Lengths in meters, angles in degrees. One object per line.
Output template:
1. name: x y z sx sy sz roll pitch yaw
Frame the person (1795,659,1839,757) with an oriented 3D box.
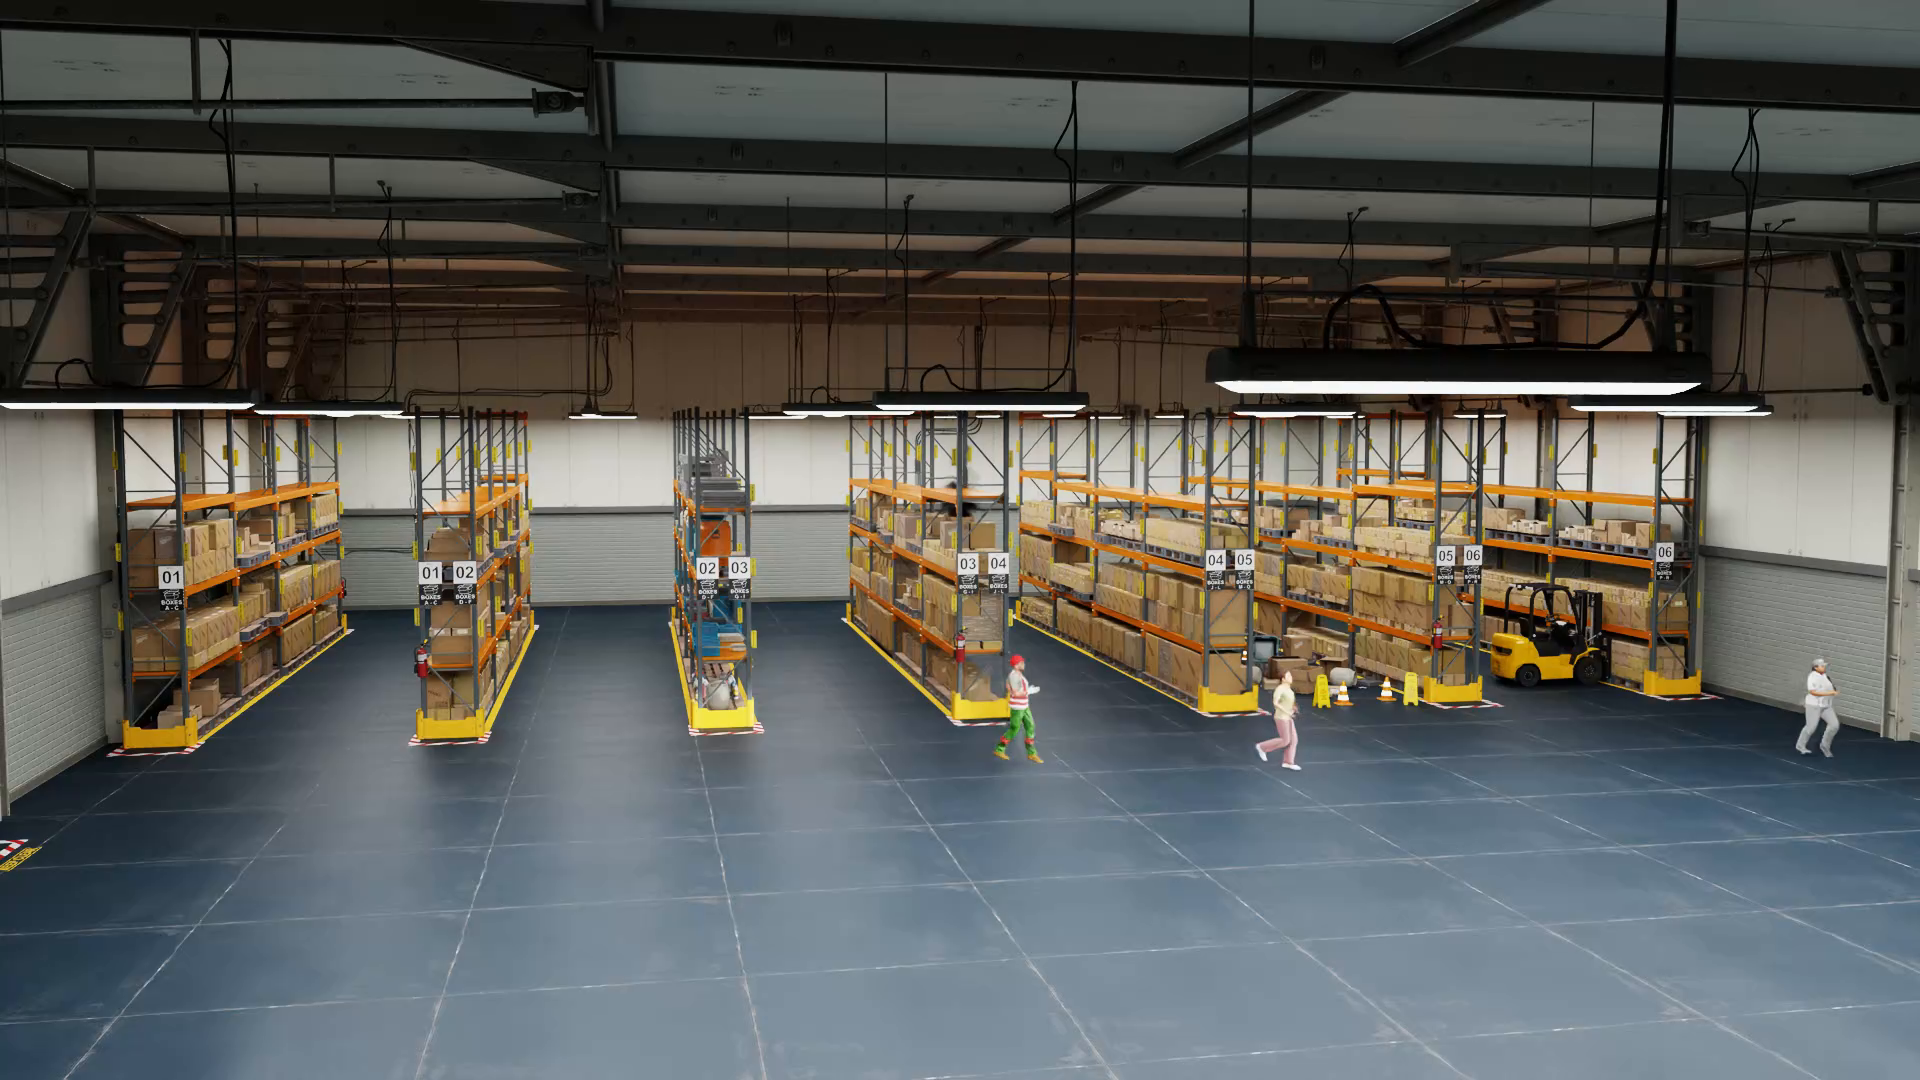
1. person: 14.700 2.886 28.440 0.596 1.727 0.701 -2 5 -29

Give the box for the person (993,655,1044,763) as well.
1. person: 0.977 2.828 27.789 0.843 1.821 0.636 1 4 14

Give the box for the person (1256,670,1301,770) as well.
1. person: 5.309 2.977 27.537 0.722 1.614 0.584 2 5 28
